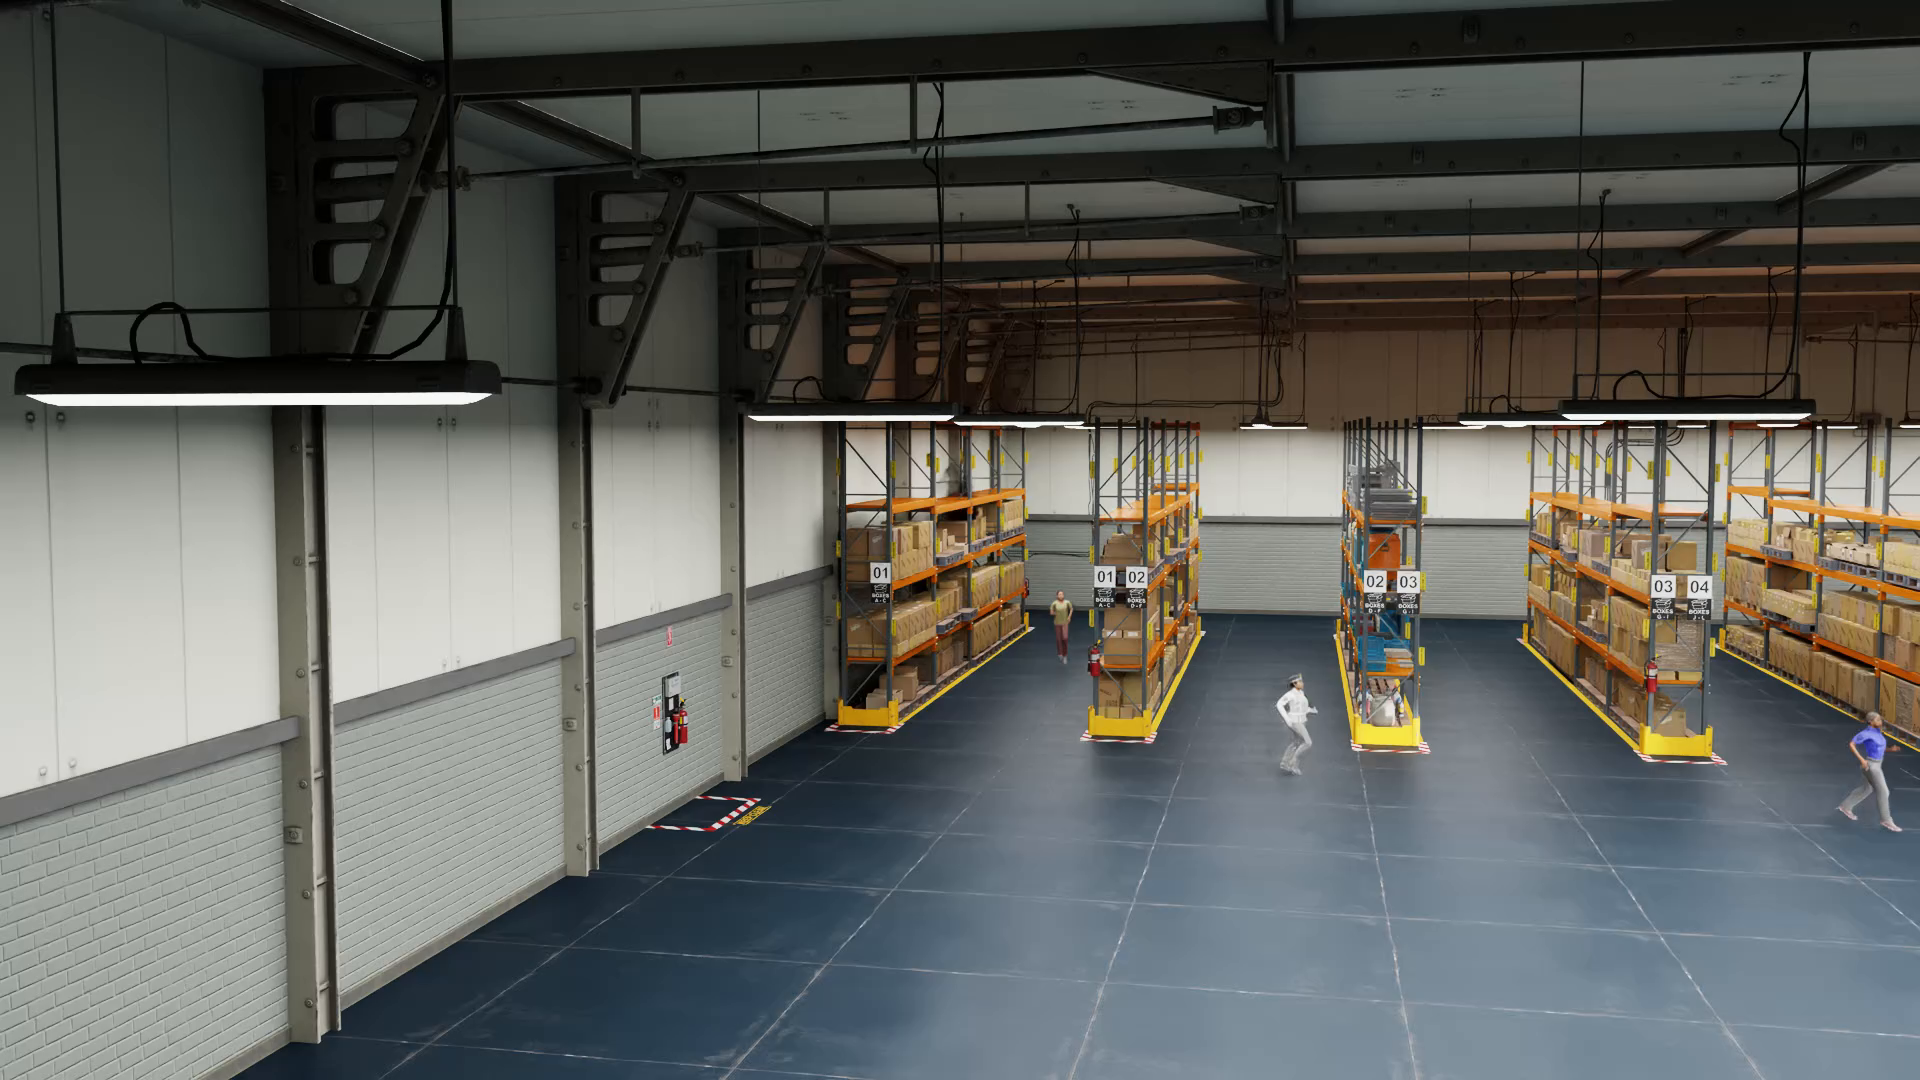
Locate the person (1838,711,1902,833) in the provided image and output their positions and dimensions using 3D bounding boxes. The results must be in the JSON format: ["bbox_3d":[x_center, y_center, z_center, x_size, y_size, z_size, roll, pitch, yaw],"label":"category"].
[{"bbox_3d":[13.187,3.369,24.054,0.860,1.581,0.561,3,5,42],"label":"person"}]

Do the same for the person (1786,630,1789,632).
[{"bbox_3d":[22.117,2.029,44.081,0.740,1.686,0.715,-1,4,-20],"label":"person"}]

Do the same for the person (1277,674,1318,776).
[{"bbox_3d":[5.646,3.075,27.779,0.678,1.700,0.583,2,4,32],"label":"person"}]

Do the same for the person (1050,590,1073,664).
[{"bbox_3d":[2.406,2.063,39.536,0.556,1.754,0.690,0,4,4],"label":"person"}]

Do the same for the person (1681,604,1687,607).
[{"bbox_3d":[19.575,2.006,44.676,0.762,1.688,0.643,-3,5,-38],"label":"person"}]
